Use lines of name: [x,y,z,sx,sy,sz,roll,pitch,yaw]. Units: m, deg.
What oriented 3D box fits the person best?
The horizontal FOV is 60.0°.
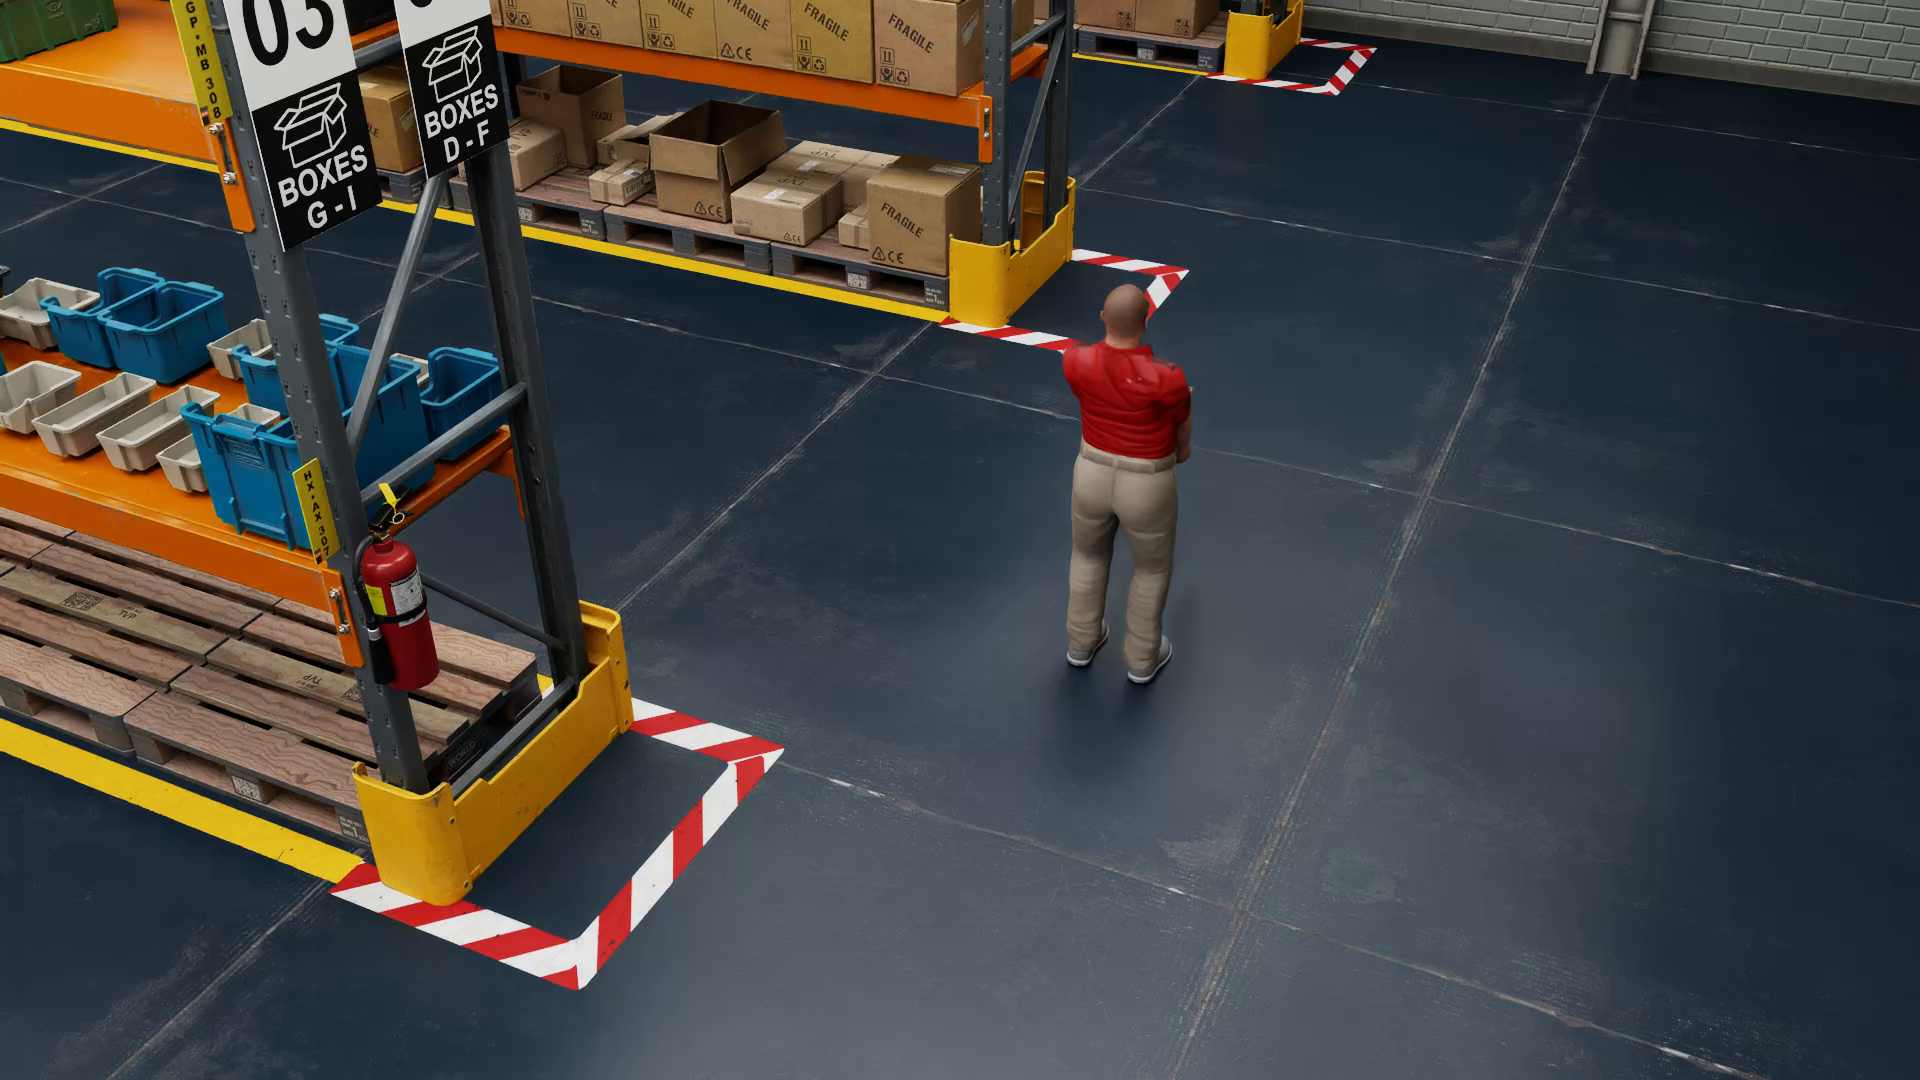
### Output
person: [0.672,-0.265,6.568,0.493,1.719,0.538,15,36,21]
